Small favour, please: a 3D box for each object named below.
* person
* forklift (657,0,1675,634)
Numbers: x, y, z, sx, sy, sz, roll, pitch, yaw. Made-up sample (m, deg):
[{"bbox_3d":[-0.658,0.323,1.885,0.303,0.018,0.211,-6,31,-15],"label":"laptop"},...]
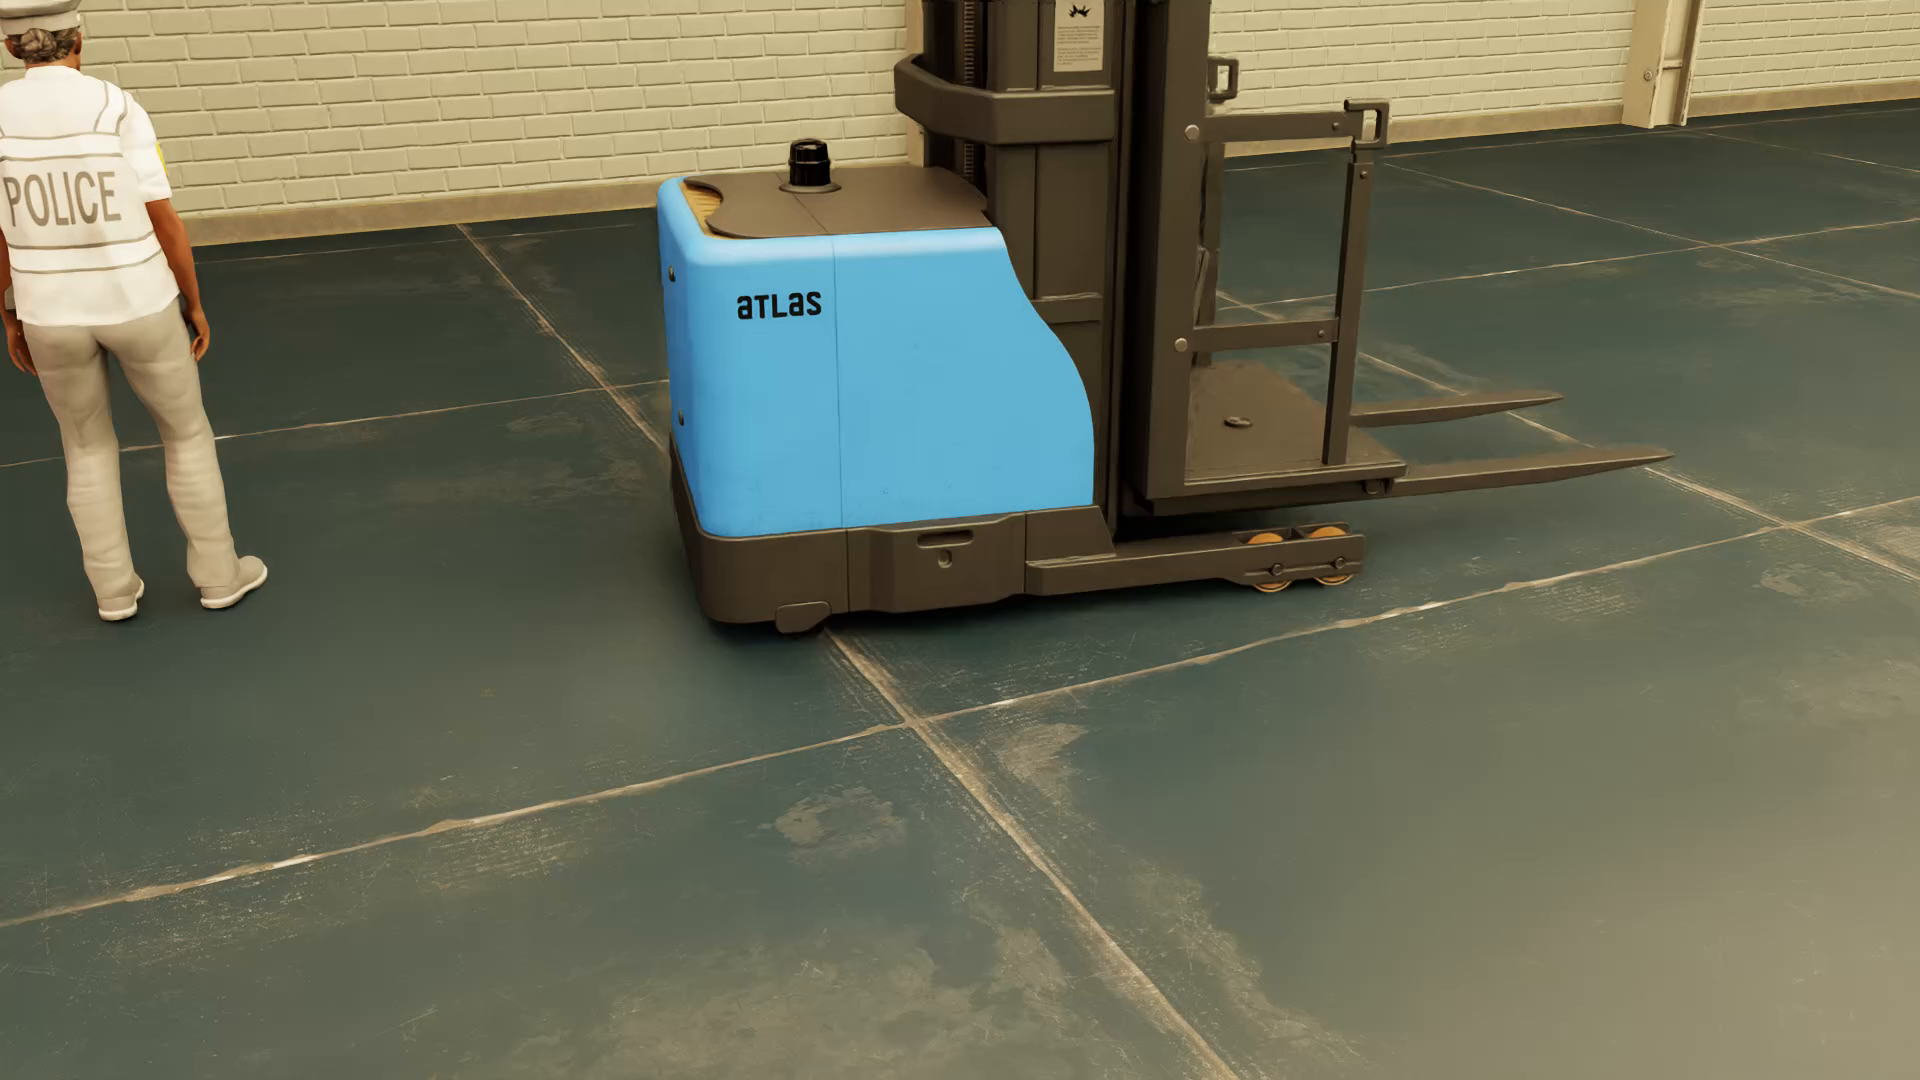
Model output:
[{"bbox_3d":[-2.236,-0.587,4.369,0.517,1.653,0.397,-6,23,-14],"label":"person"},{"bbox_3d":[0.675,-1.394,4.643,3.031,2.935,1.130,-6,23,-13],"label":"forklift"}]
